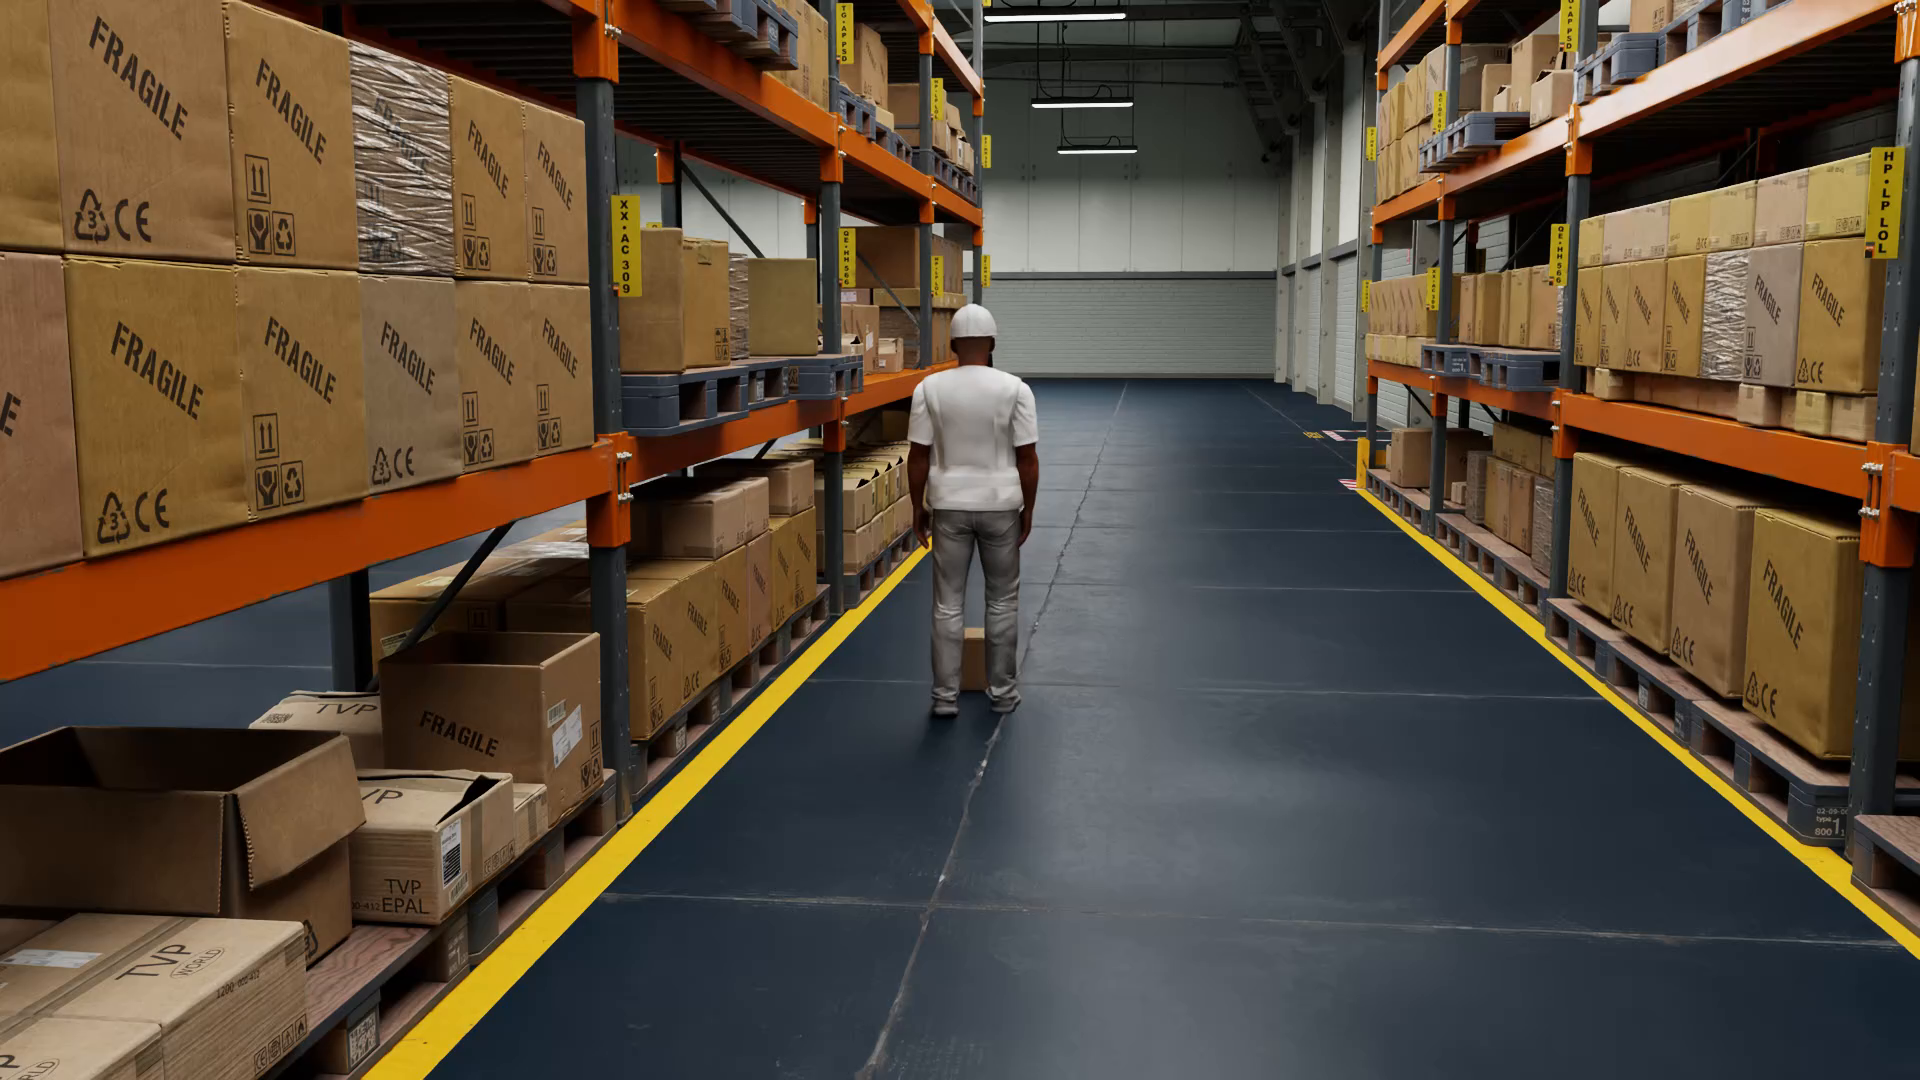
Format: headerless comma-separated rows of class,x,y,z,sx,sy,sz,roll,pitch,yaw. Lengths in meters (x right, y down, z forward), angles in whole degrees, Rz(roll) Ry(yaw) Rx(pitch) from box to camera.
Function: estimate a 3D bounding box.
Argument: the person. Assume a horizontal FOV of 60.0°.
person,0.060,-0.119,7.204,0.564,1.789,0.418,1,8,7
